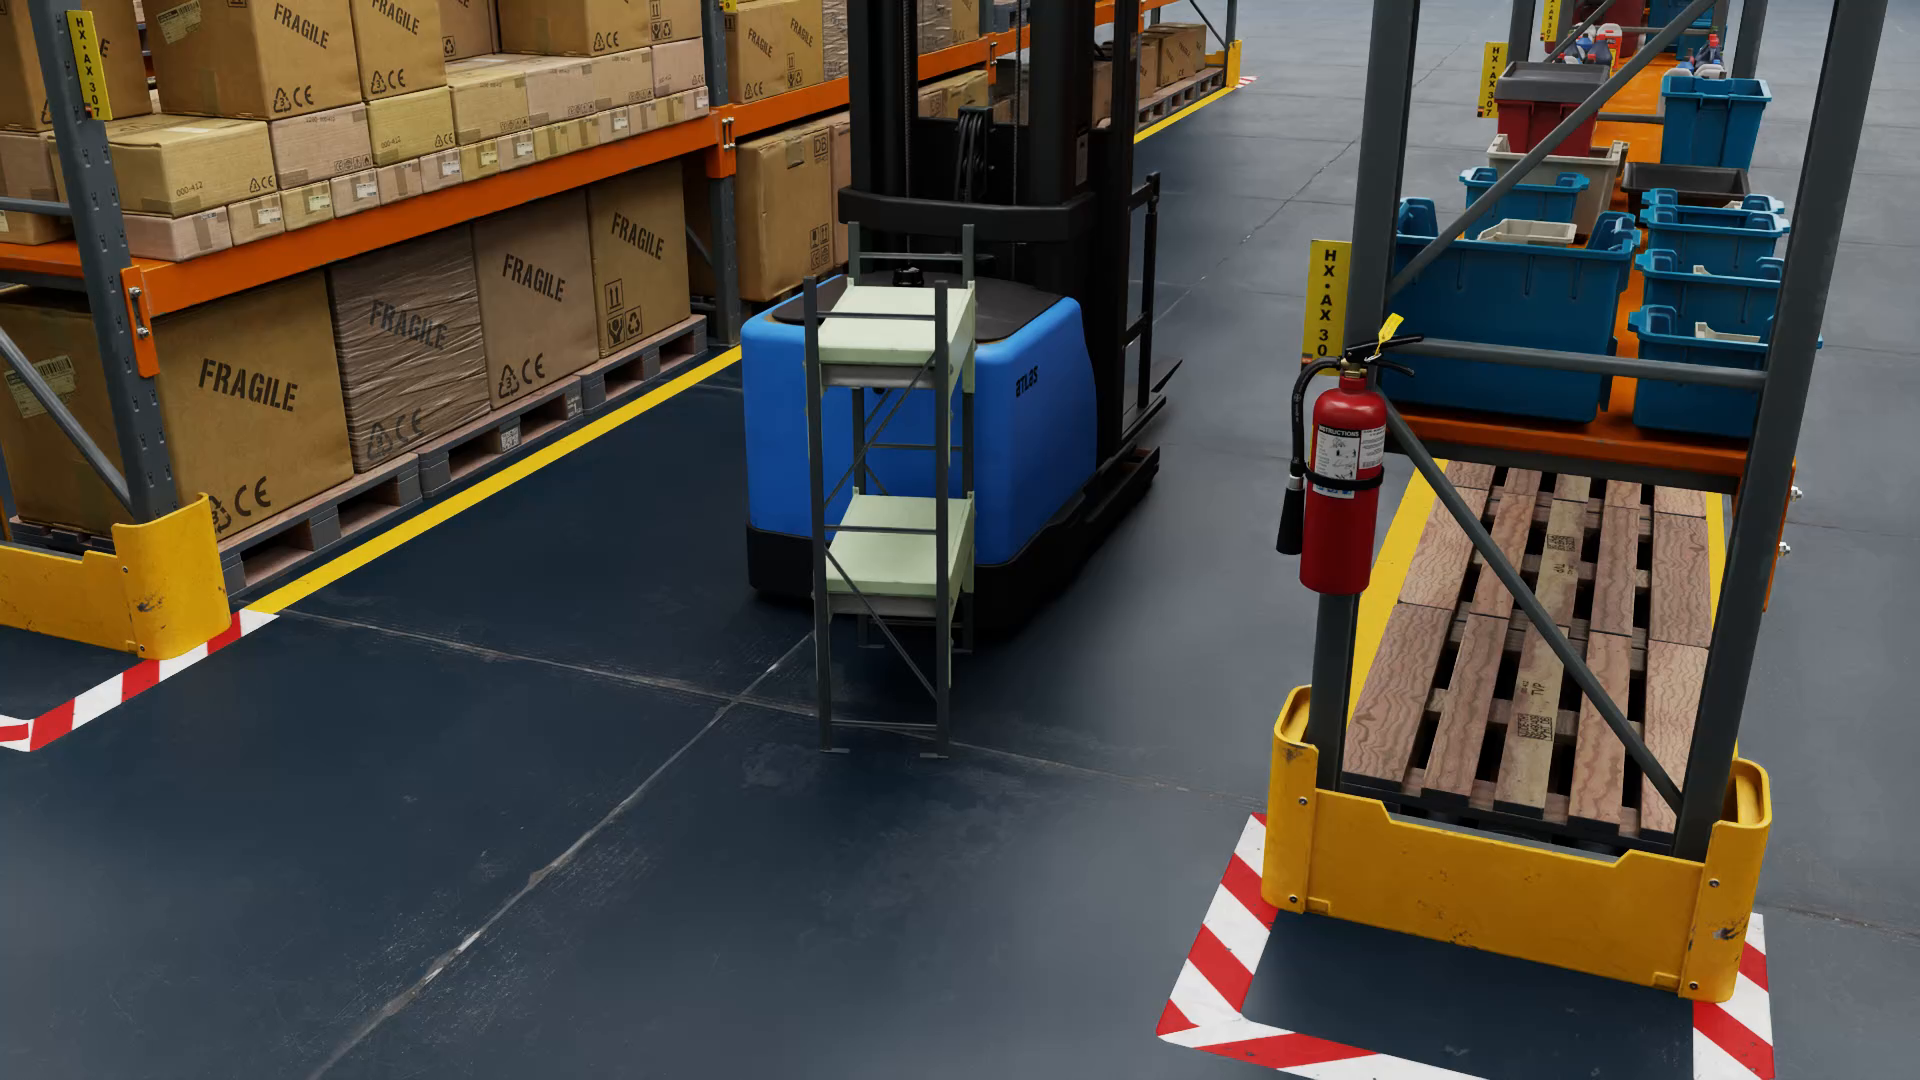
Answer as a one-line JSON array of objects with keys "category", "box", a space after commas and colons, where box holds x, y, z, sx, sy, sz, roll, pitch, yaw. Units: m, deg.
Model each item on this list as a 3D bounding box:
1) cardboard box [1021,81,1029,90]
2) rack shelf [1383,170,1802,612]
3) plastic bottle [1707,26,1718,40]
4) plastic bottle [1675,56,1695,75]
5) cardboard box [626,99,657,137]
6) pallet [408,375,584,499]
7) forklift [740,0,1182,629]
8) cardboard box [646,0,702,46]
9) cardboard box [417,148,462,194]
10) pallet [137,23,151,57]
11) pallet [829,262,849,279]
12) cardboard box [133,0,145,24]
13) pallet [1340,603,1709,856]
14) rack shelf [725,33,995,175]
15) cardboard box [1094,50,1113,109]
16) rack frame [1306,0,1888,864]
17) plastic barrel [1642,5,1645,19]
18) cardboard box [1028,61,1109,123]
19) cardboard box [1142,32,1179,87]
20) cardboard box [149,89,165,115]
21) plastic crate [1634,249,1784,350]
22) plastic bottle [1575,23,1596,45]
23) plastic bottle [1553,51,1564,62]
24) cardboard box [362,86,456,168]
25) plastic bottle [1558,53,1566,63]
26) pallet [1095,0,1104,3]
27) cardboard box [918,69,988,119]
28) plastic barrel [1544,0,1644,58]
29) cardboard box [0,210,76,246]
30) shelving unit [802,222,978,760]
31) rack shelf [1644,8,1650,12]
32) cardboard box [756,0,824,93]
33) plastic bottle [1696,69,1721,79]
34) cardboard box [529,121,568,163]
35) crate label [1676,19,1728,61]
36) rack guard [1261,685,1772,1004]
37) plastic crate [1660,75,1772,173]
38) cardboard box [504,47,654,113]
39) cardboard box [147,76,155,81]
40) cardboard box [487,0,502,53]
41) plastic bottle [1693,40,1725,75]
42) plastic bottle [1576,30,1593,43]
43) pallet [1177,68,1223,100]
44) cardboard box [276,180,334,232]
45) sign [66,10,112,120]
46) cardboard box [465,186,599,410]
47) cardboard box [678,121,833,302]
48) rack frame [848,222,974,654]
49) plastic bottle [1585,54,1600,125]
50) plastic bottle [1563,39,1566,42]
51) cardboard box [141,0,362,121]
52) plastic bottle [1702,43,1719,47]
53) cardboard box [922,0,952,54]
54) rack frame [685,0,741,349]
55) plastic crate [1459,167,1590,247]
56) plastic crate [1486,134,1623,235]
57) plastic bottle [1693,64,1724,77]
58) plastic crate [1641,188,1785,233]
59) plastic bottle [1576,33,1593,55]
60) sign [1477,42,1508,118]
[{"category": "cardboard box", "box": [0.394, -3.672, 14.321, 0.700, 0.500, 0.500, 11, 25, 24]}, {"category": "rack shelf", "box": [2.135, -0.787, 5.676, 1.077, 0.370, 4.000, 9, 24, 20]}, {"category": "plastic bottle", "box": [4.610, -3.007, 10.208, 0.061, 0.283, 0.133, 9, 24, 20]}, {"category": "plastic bottle", "box": [3.841, -2.429, 8.840, 0.097, 0.271, 0.097, 0, 23, 0]}, {"category": "cardboard box", "box": [-1.720, -2.088, 8.183, 0.380, 0.149, 0.250, 8, 24, 19]}, {"category": "pallet", "box": [-2.527, -0.558, 7.813, 1.003, 0.211, 1.213, 9, 24, 20]}, {"category": "forklift", "box": [0.237, -1.577, 6.724, 1.130, 2.935, 3.031, 9, 24, 20]}, {"category": "cardboard box", "box": [-1.643, -2.755, 8.290, 0.500, 0.500, 0.500, 10, 24, 22]}, {"category": "cardboard box", "box": [-2.293, -1.537, 6.864, 0.380, 0.149, 0.250, 8, 24, 19]}, {"category": "pallet", "box": [-5.869, -3.454, 11.377, 1.003, 0.211, 1.213, 9, 24, 20]}, {"category": "pallet", "box": [-1.052, -1.982, 11.222, 1.003, 0.211, 1.213, 9, 24, 20]}, {"category": "cardboard box", "box": [-5.617, -3.543, 11.122, 0.380, 0.149, 0.250, 9, 24, 21]}, {"category": "pallet", "box": [1.735, 0.594, 5.055, 1.003, 0.211, 1.213, 9, 24, 20]}, {"category": "rack shelf", "box": [-0.978, -2.928, 10.801, 1.077, 0.370, 4.000, 9, 24, 20]}, {"category": "cardboard box", "box": [1.437, -4.585, 16.532, 0.500, 0.500, 0.500, 8, 24, 18]}, {"category": "rack frame", "box": [1.392, -0.403, 3.824, 1.000, 3.000, 0.127, 9, 24, 20]}, {"category": "plastic barrel", "box": [5.216, -4.182, 13.050, 0.301, 0.262, 0.301, 0, 23, 0]}, {"category": "cardboard box", "box": [1.003, -4.240, 15.681, 0.700, 0.500, 0.500, 7, 24, 16]}, {"category": "cardboard box", "box": [2.049, -5.217, 18.047, 0.500, 0.500, 0.500, 11, 25, 25]}, {"category": "cardboard box", "box": [-3.084, -1.573, 6.434, 0.500, 0.250, 0.500, 8, 24, 19]}, {"category": "plastic crate", "box": [2.034, -0.631, 4.508, 0.416, 0.233, 0.300, 9, 24, 20]}, {"category": "plastic bottle", "box": [3.903, -3.100, 10.442, 0.152, 0.276, 0.135, 9, 24, 20]}, {"category": "plastic bottle", "box": [3.227, -2.500, 8.995, 0.061, 0.283, 0.133, 9, 24, 20]}, {"category": "cardboard box", "box": [-2.400, -1.680, 6.689, 0.500, 0.250, 0.500, 8, 24, 18]}, {"category": "plastic bottle", "box": [2.984, -2.254, 8.318, 0.144, 0.351, 0.185, 9, 24, 20]}, {"category": "pallet", "box": [0.832, -5.066, 15.234, 1.003, 0.211, 1.213, 9, 24, 20]}, {"category": "cardboard box", "box": [-0.510, -2.945, 12.120, 1.225, 0.875, 0.875, 8, 24, 18]}, {"category": "plastic barrel", "box": [4.255, -3.538, 11.153, 0.600, 0.536, 0.708, 9, 24, 20]}, {"category": "cardboard box", "box": [-3.380, -1.171, 5.988, 0.380, 0.149, 0.250, 9, 24, 21]}, {"category": "shelving unit", "box": [-0.195, -0.166, 5.202, 0.431, 1.500, 0.755, 2, 23, 6]}, {"category": "rack shelf", "box": [6.593, -5.081, 15.957, 1.077, 0.370, 4.000, 9, 24, 20]}, {"category": "cardboard box", "box": [-1.132, -2.899, 9.669, 0.500, 0.500, 0.500, 9, 24, 20]}, {"category": "plastic bottle", "box": [3.748, -2.220, 8.334, 0.152, 0.276, 0.135, 9, 24, 20]}, {"category": "cardboard box", "box": [-2.007, -1.812, 7.522, 0.380, 0.149, 0.250, 8, 24, 19]}, {"category": "crate label", "box": [4.868, -3.286, 10.943, 0.303, 0.233, 0.416, 9, 24, 20]}, {"category": "rack guard", "box": [1.396, 0.760, 4.281, 1.175, 0.500, 0.348, 9, 24, 20]}, {"category": "plastic crate", "box": [3.021, -1.639, 6.726, 0.392, 0.384, 0.575, 9, 24, 20]}, {"category": "cardboard box", "box": [-1.831, -2.231, 8.008, 0.500, 0.250, 0.500, 10, 24, 22]}, {"category": "cardboard box", "box": [-8.950, -4.841, 17.313, 0.950, 0.372, 0.625, 8, 24, 19]}, {"category": "cardboard box", "box": [-2.326, -2.648, 8.034, 0.500, 0.500, 0.500, 9, 24, 20]}, {"category": "plastic bottle", "box": [3.969, -2.464, 8.821, 0.144, 0.351, 0.185, 9, 24, 20]}, {"category": "plastic bottle", "box": [3.731, -2.935, 10.045, 0.152, 0.276, 0.135, 9, 24, 20]}, {"category": "pallet", "box": [2.374, -5.239, 19.018, 1.003, 0.211, 1.213, 9, 24, 20]}, {"category": "cardboard box", "box": [-2.579, -1.260, 6.201, 0.380, 0.149, 0.250, 8, 24, 19]}, {"category": "sign", "box": [-2.693, -1.467, 5.144, 0.100, 0.325, 0.005, 9, 24, 20]}, {"category": "cardboard box", "box": [-2.374, -1.211, 7.968, 0.875, 0.875, 0.875, 9, 24, 20]}, {"category": "cardboard box", "box": [-1.501, -1.989, 9.832, 1.225, 0.875, 0.875, 9, 24, 20]}, {"category": "rack frame", "box": [-0.156, -0.307, 5.538, 0.400, 1.500, 0.023, 2, 23, 6]}, {"category": "plastic bottle", "box": [3.118, -2.233, 8.269, 0.144, 0.351, 0.185, 9, 24, 20]}, {"category": "plastic bottle", "box": [3.432, -2.697, 9.466, 0.061, 0.283, 0.133, 9, 24, 20]}, {"category": "cardboard box", "box": [-2.592, -1.839, 6.096, 0.500, 0.500, 0.500, 8, 24, 19]}, {"category": "plastic bottle", "box": [4.392, -2.810, 9.753, 0.097, 0.271, 0.097, 0, 23, 0]}, {"category": "cardboard box", "box": [-0.378, -3.632, 11.423, 0.500, 0.500, 0.500, 9, 24, 20]}, {"category": "rack frame", "box": [-1.720, -2.544, 8.949, 1.000, 3.000, 0.127, 9, 24, 20]}, {"category": "plastic crate", "box": [1.917, -1.126, 5.692, 0.416, 0.233, 0.300, 9, 24, 20]}, {"category": "plastic crate", "box": [2.140, -1.288, 6.017, 0.437, 0.282, 0.530, 9, 24, 20]}, {"category": "plastic bottle", "box": [3.834, -2.303, 8.533, 0.152, 0.276, 0.135, 9, 24, 20]}, {"category": "plastic crate", "box": [2.390, -0.974, 5.329, 0.416, 0.233, 0.300, 9, 24, 20]}, {"category": "plastic bottle", "box": [3.719, -2.886, 9.936, 0.097, 0.271, 0.097, 0, 23, 0]}, {"category": "sign", "box": [2.368, -2.042, 7.388, 0.100, 0.325, 0.005, 9, 24, 20]}]
